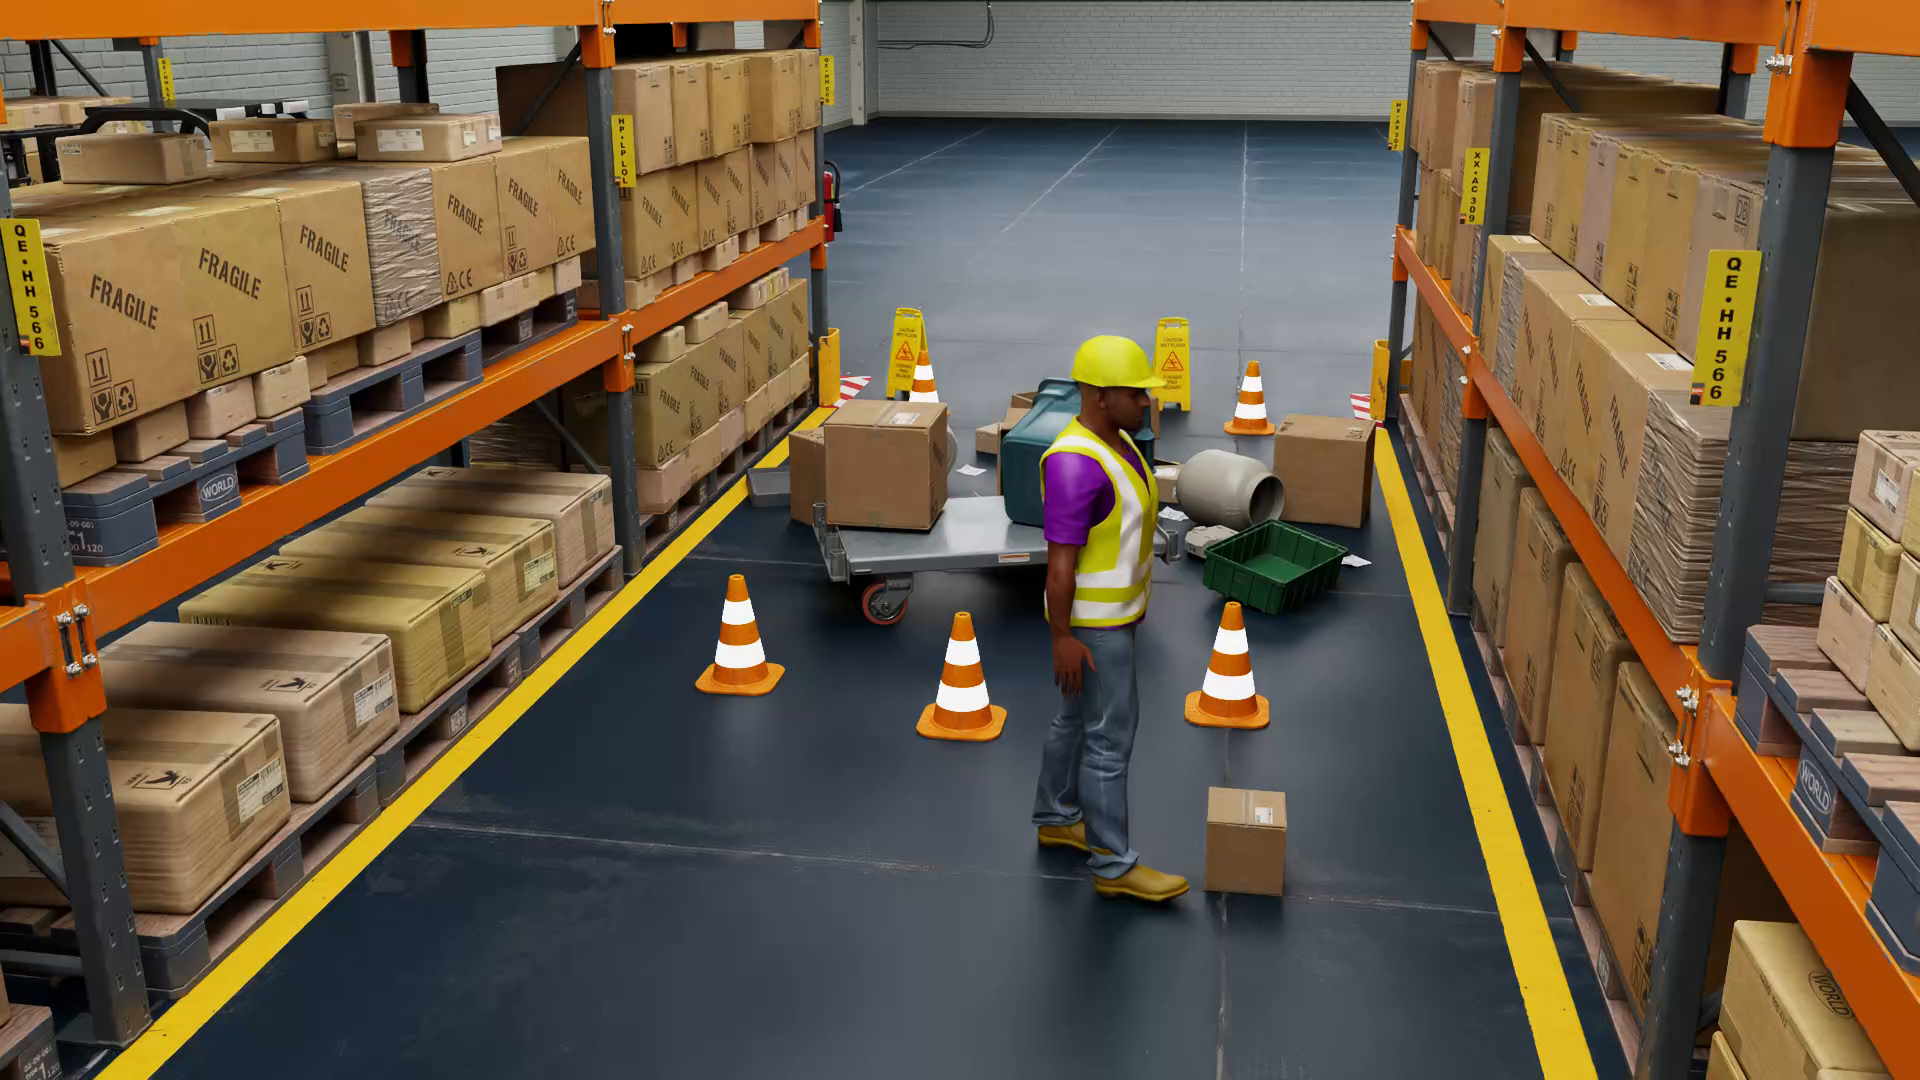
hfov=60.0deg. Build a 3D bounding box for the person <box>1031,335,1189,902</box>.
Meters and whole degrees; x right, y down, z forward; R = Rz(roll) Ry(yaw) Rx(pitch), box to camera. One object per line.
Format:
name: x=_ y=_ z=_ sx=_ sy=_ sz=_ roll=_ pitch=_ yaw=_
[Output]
person: x=0.496 y=0.237 z=5.246 sx=0.570 sy=1.774 sz=0.600 roll=5 pitch=18 yaw=14
